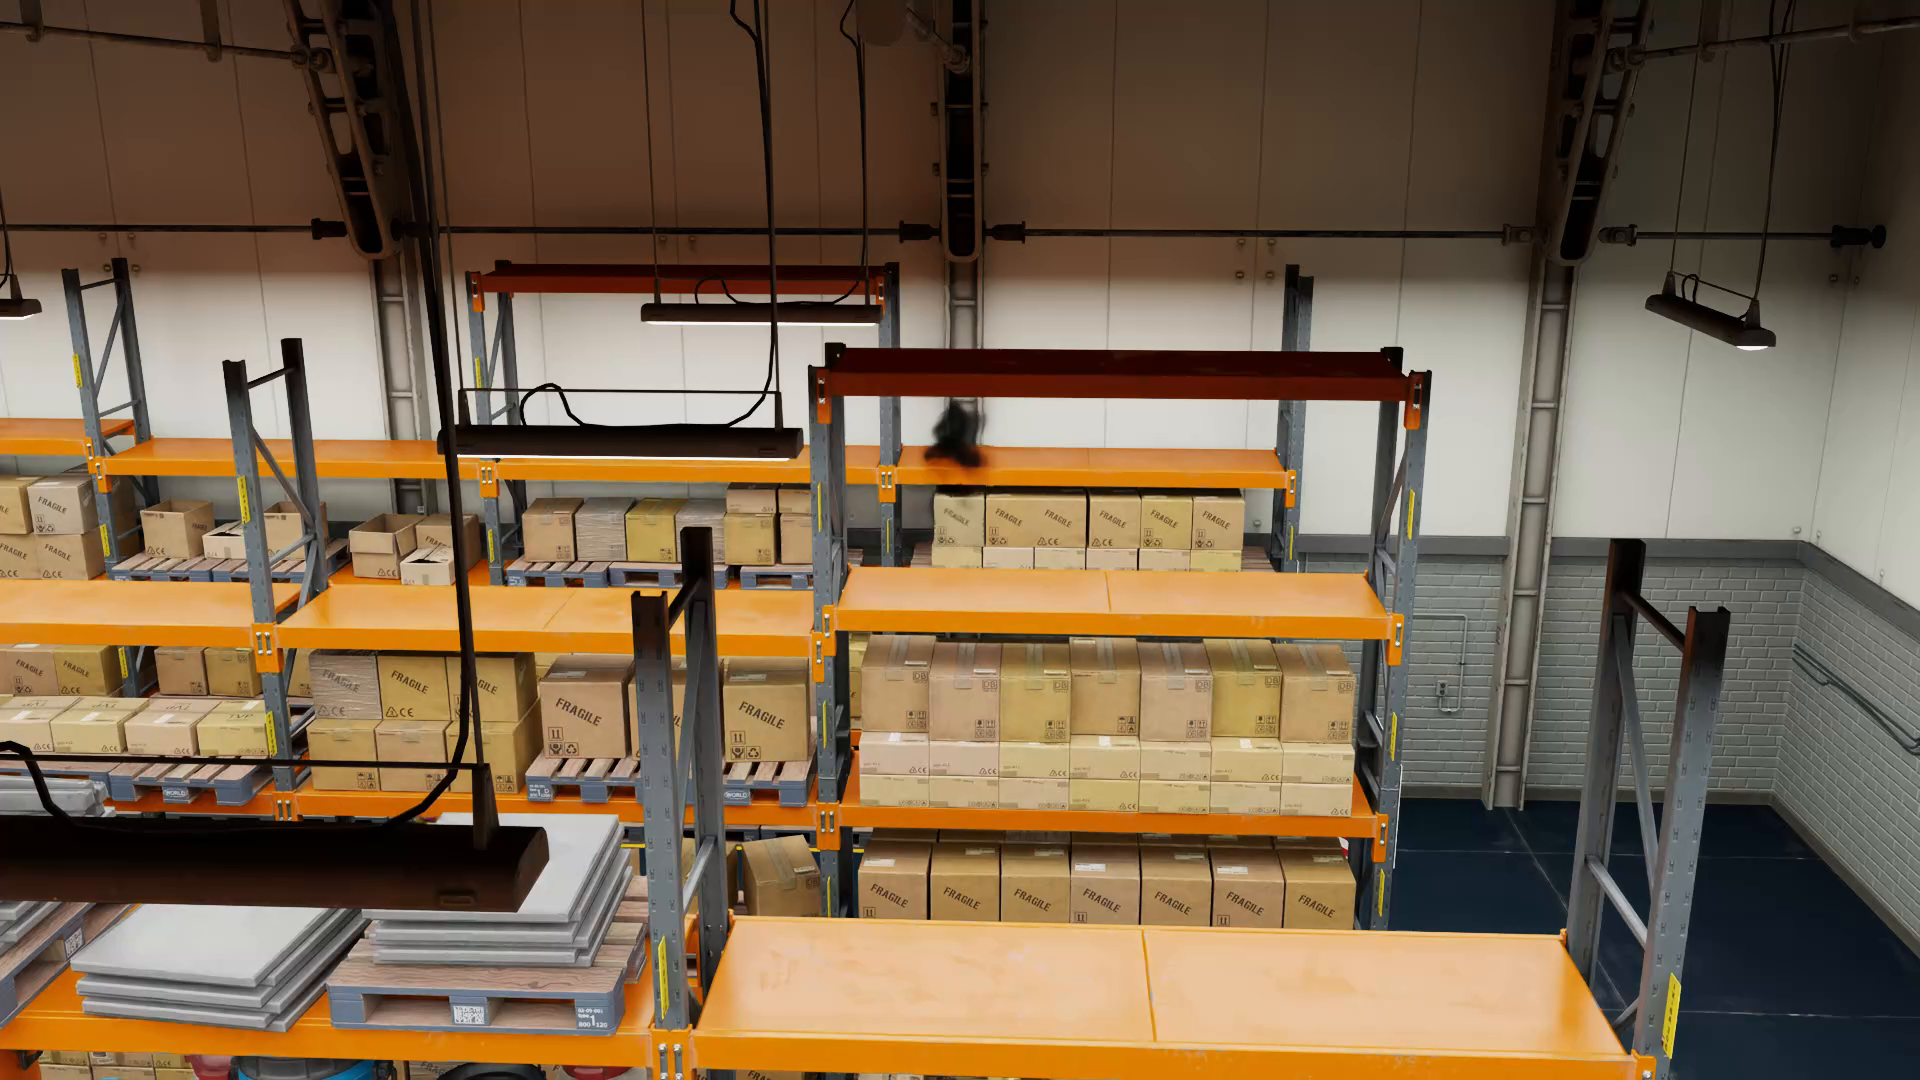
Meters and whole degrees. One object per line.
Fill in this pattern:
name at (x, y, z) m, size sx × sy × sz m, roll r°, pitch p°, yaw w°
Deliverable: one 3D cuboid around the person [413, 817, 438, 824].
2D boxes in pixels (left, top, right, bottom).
person at (-4.819, 2.866, 15.664) m, size 1.103 × 1.753 × 0.700 m, roll -1°, pitch 16°, yaw -5°
